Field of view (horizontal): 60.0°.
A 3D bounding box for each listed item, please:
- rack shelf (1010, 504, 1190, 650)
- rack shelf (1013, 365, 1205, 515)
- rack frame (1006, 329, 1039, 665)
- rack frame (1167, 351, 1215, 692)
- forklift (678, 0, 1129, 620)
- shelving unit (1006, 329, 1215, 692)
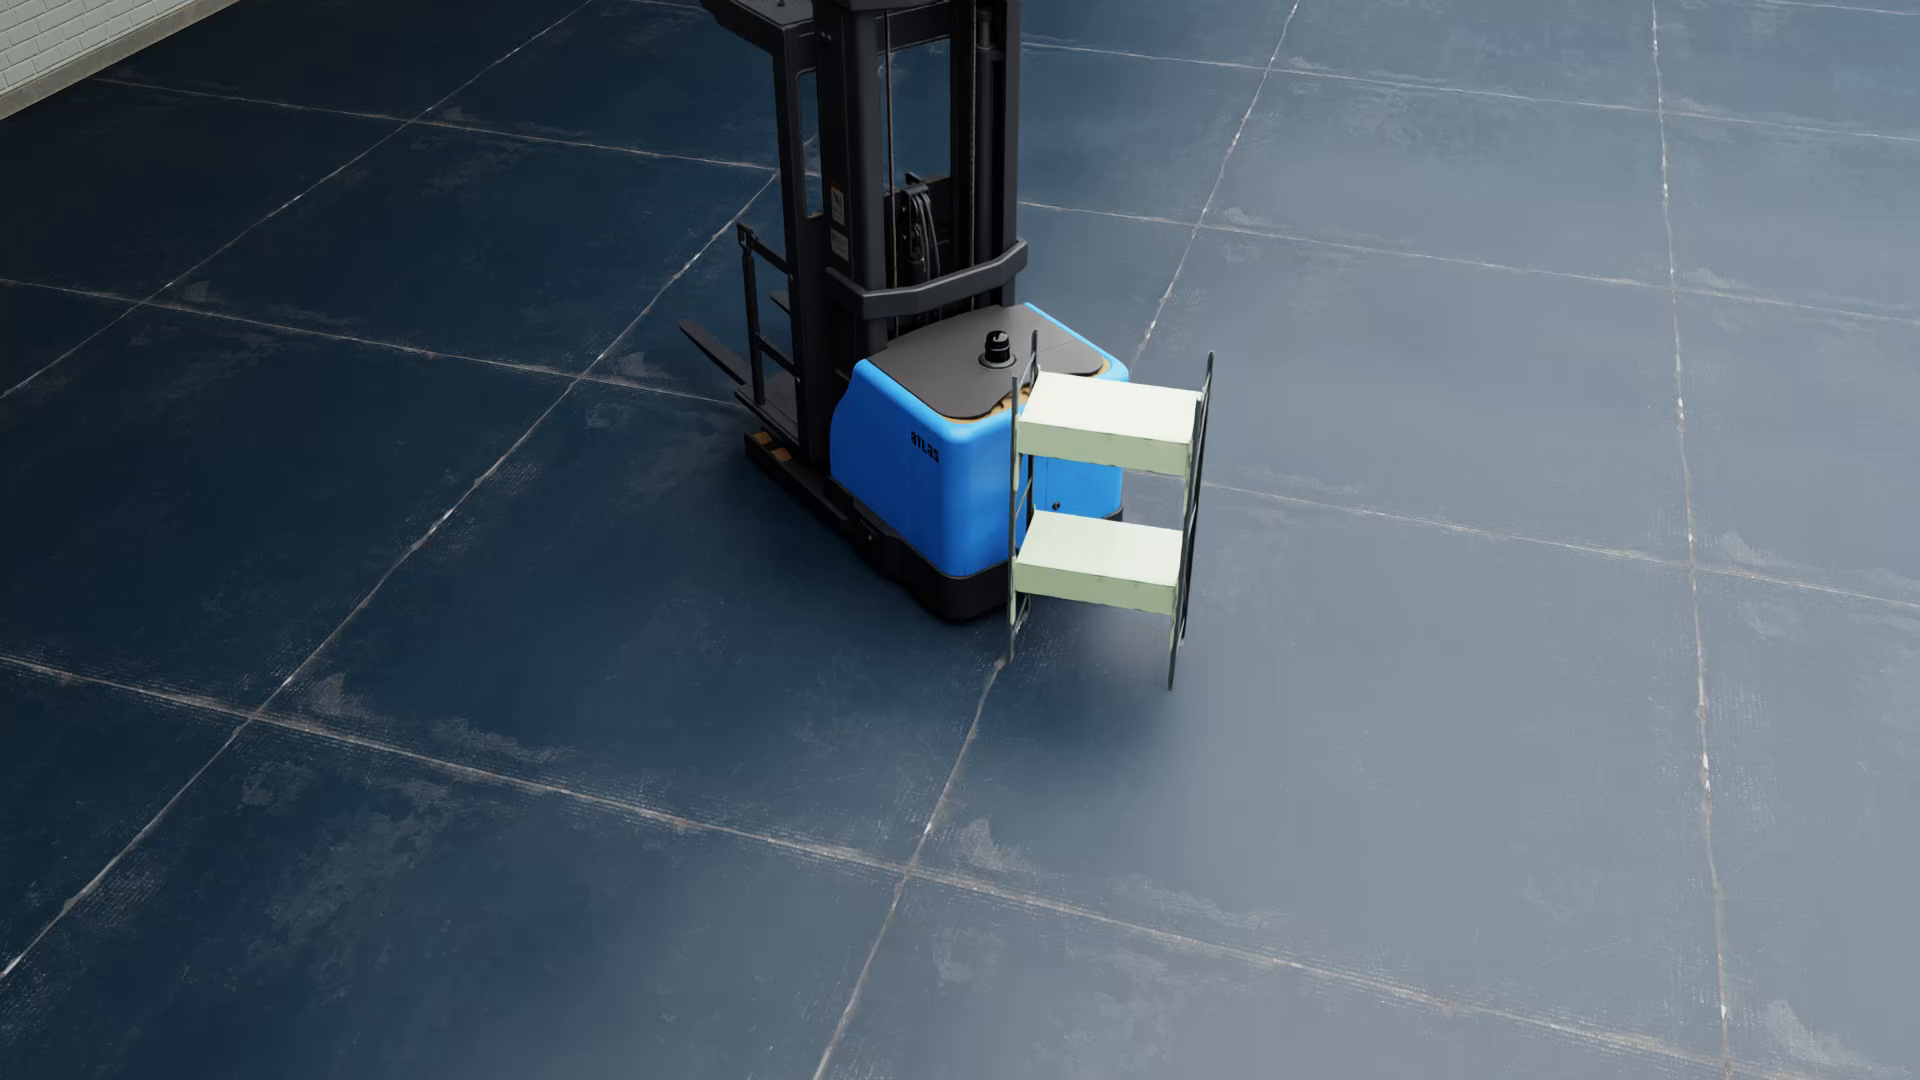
[{"bbox_3d":[0.622,0.158,7.320,0.720,0.370,0.431,9,37,12],"label":"rack shelf"},{"bbox_3d":[0.622,-0.419,6.896,0.720,0.370,0.431,9,37,12],"label":"rack shelf"},{"bbox_3d":[0.267,-0.159,7.200,0.023,1.500,0.400,9,37,12],"label":"rack frame"},{"bbox_3d":[0.976,-0.051,7.054,0.023,1.500,0.400,9,37,12],"label":"rack frame"},{"bbox_3d":[-0.479,-1.643,8.009,1.130,2.935,3.031,-23,42,-28],"label":"forklift"},{"bbox_3d":[0.622,-0.105,7.127,0.755,1.500,0.431,9,37,12],"label":"shelving unit"}]
